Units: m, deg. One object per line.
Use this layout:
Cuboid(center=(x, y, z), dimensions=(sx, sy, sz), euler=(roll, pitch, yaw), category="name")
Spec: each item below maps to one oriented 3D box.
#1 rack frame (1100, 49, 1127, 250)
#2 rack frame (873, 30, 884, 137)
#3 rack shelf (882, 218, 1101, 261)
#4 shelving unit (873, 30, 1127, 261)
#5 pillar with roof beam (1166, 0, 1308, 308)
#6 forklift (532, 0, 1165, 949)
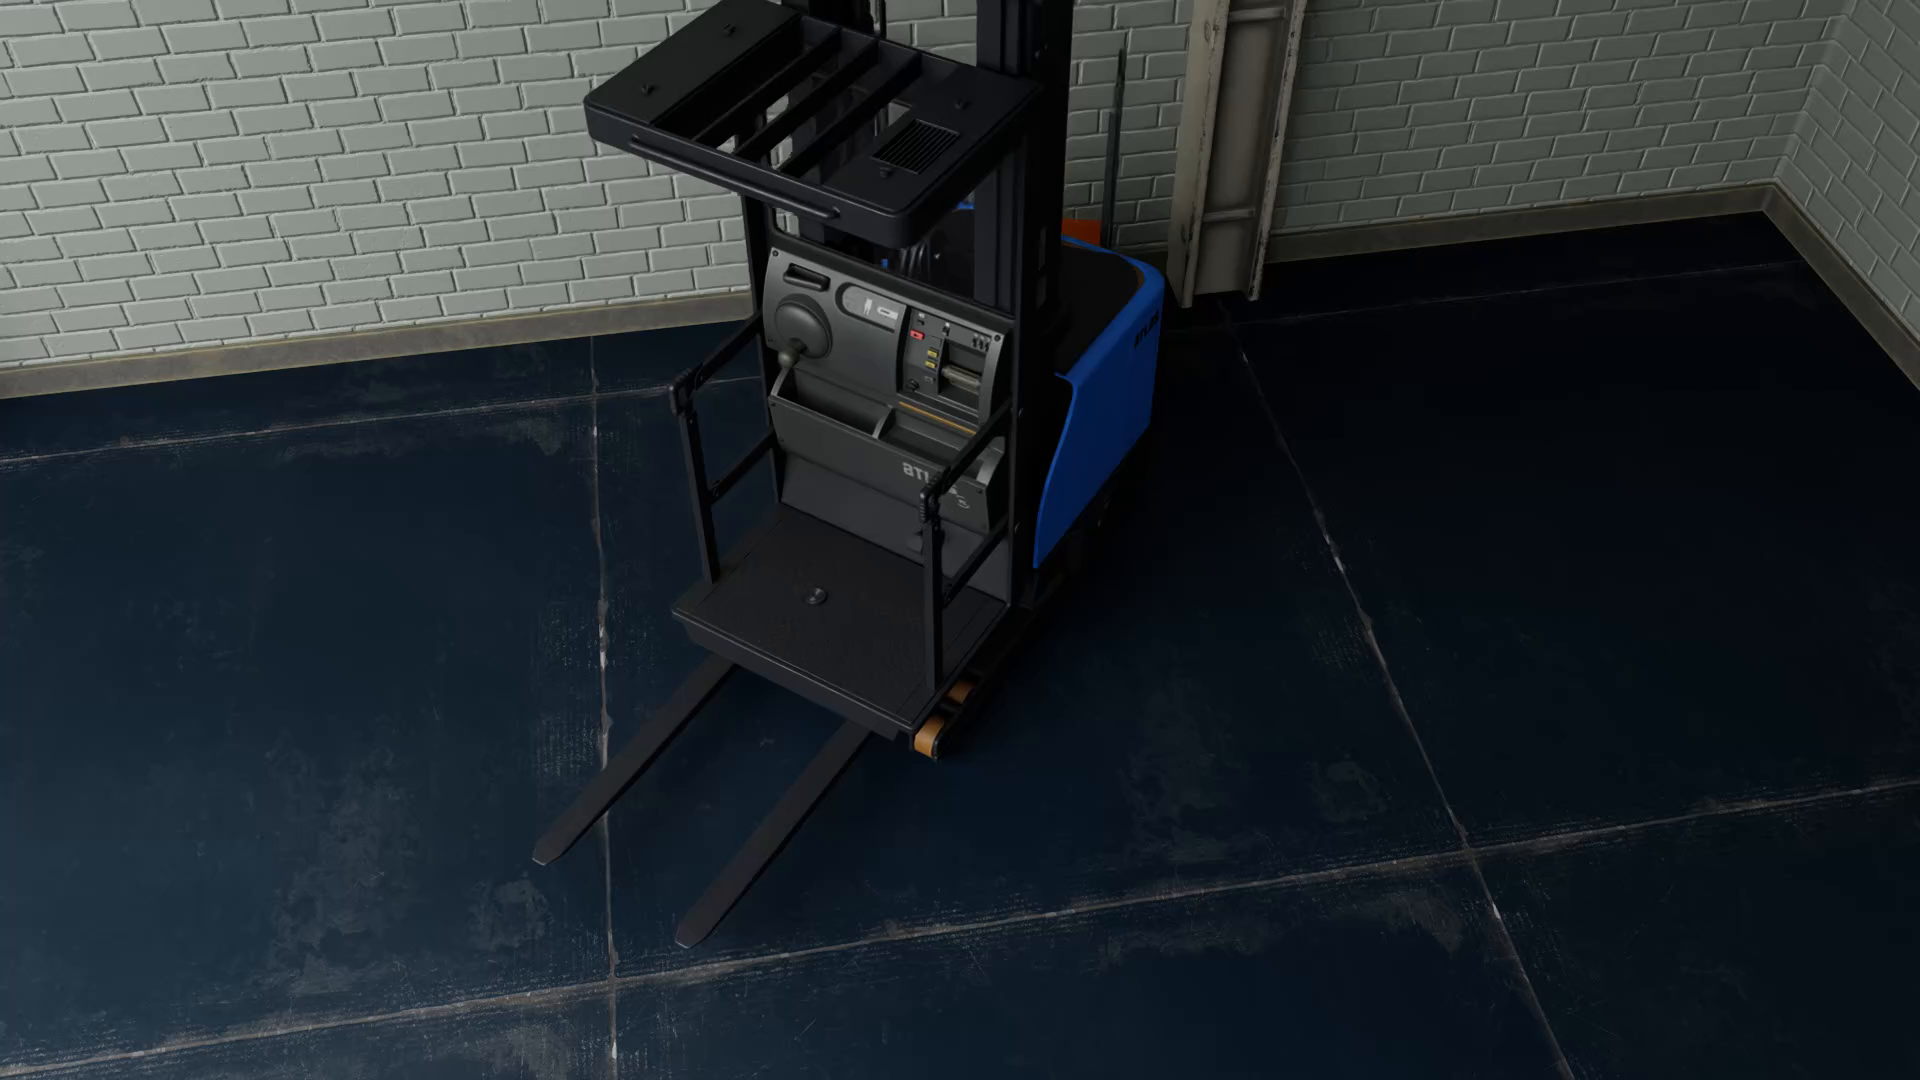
Cuboid(center=(0.631, -1.308, 7.162), dimensions=(0.032, 1.500, 0.500), euler=(6, 46, 6), category="rack frame")
Cuboid(center=(-0.375, -1.416, 7.266), dimensions=(0.032, 1.500, 0.500), euler=(6, 46, 6), category="rack frame")
Cuboid(center=(0.128, -1.237, 7.343), dimensions=(1.000, 0.185, 0.538), euler=(6, 46, 6), category="rack shelf")
Cuboid(center=(0.119, -1.363, 7.215), dimensions=(1.083, 1.500, 0.587), euler=(6, 46, 6), category="shelving unit")
Cuboid(center=(1.967, -1.320, 1.966), dimensions=(0.400, 9.000, 9.100), euler=(-7, 46, -7), category="pillar with roof beam")
Cuboid(center=(-0.377, -0.599, 5.485), dimensions=(1.130, 2.935, 3.031), euler=(24, 51, 21), category="forklift")
